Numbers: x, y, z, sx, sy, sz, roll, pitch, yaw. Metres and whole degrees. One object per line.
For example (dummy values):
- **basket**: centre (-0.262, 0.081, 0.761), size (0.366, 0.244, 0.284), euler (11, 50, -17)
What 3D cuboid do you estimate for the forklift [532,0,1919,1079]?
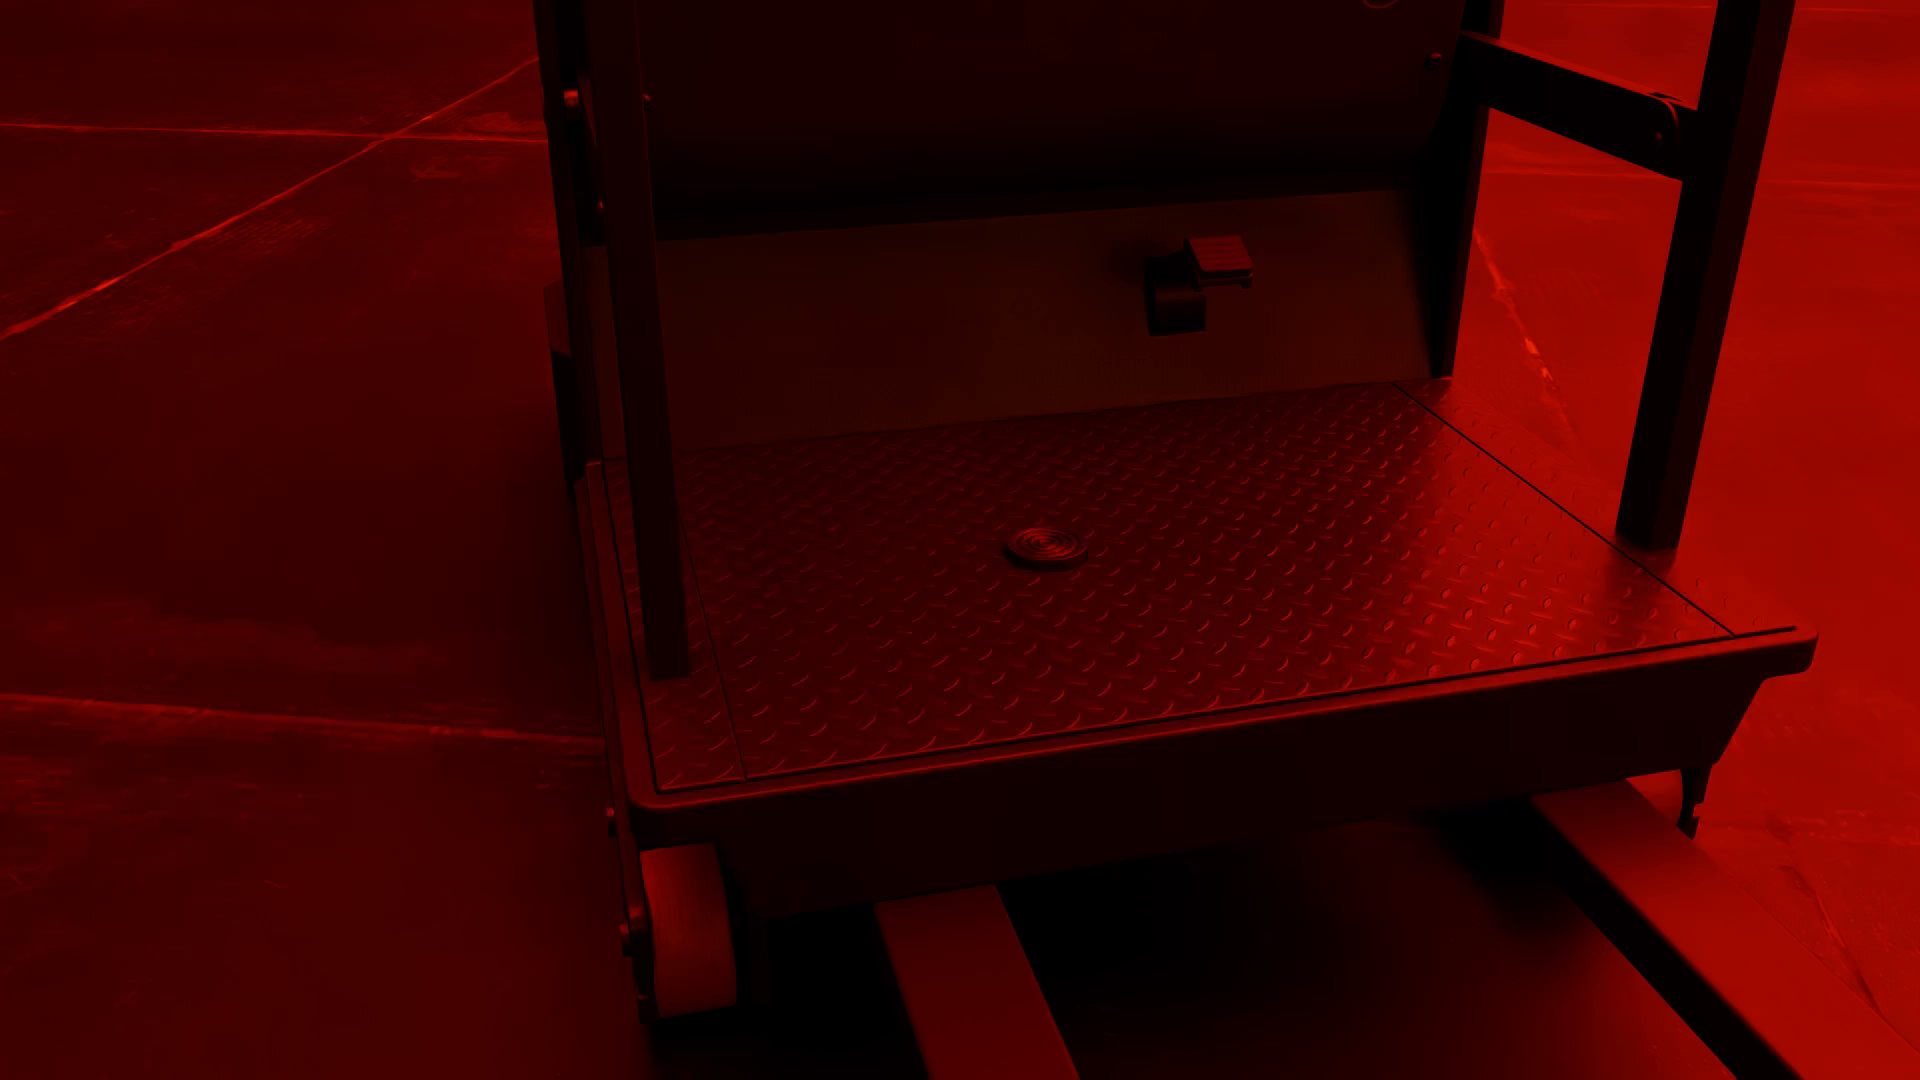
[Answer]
- **forklift**: centre (0.153, -1.049, 1.319), size (1.130, 2.935, 3.031), euler (-7, 27, -13)
